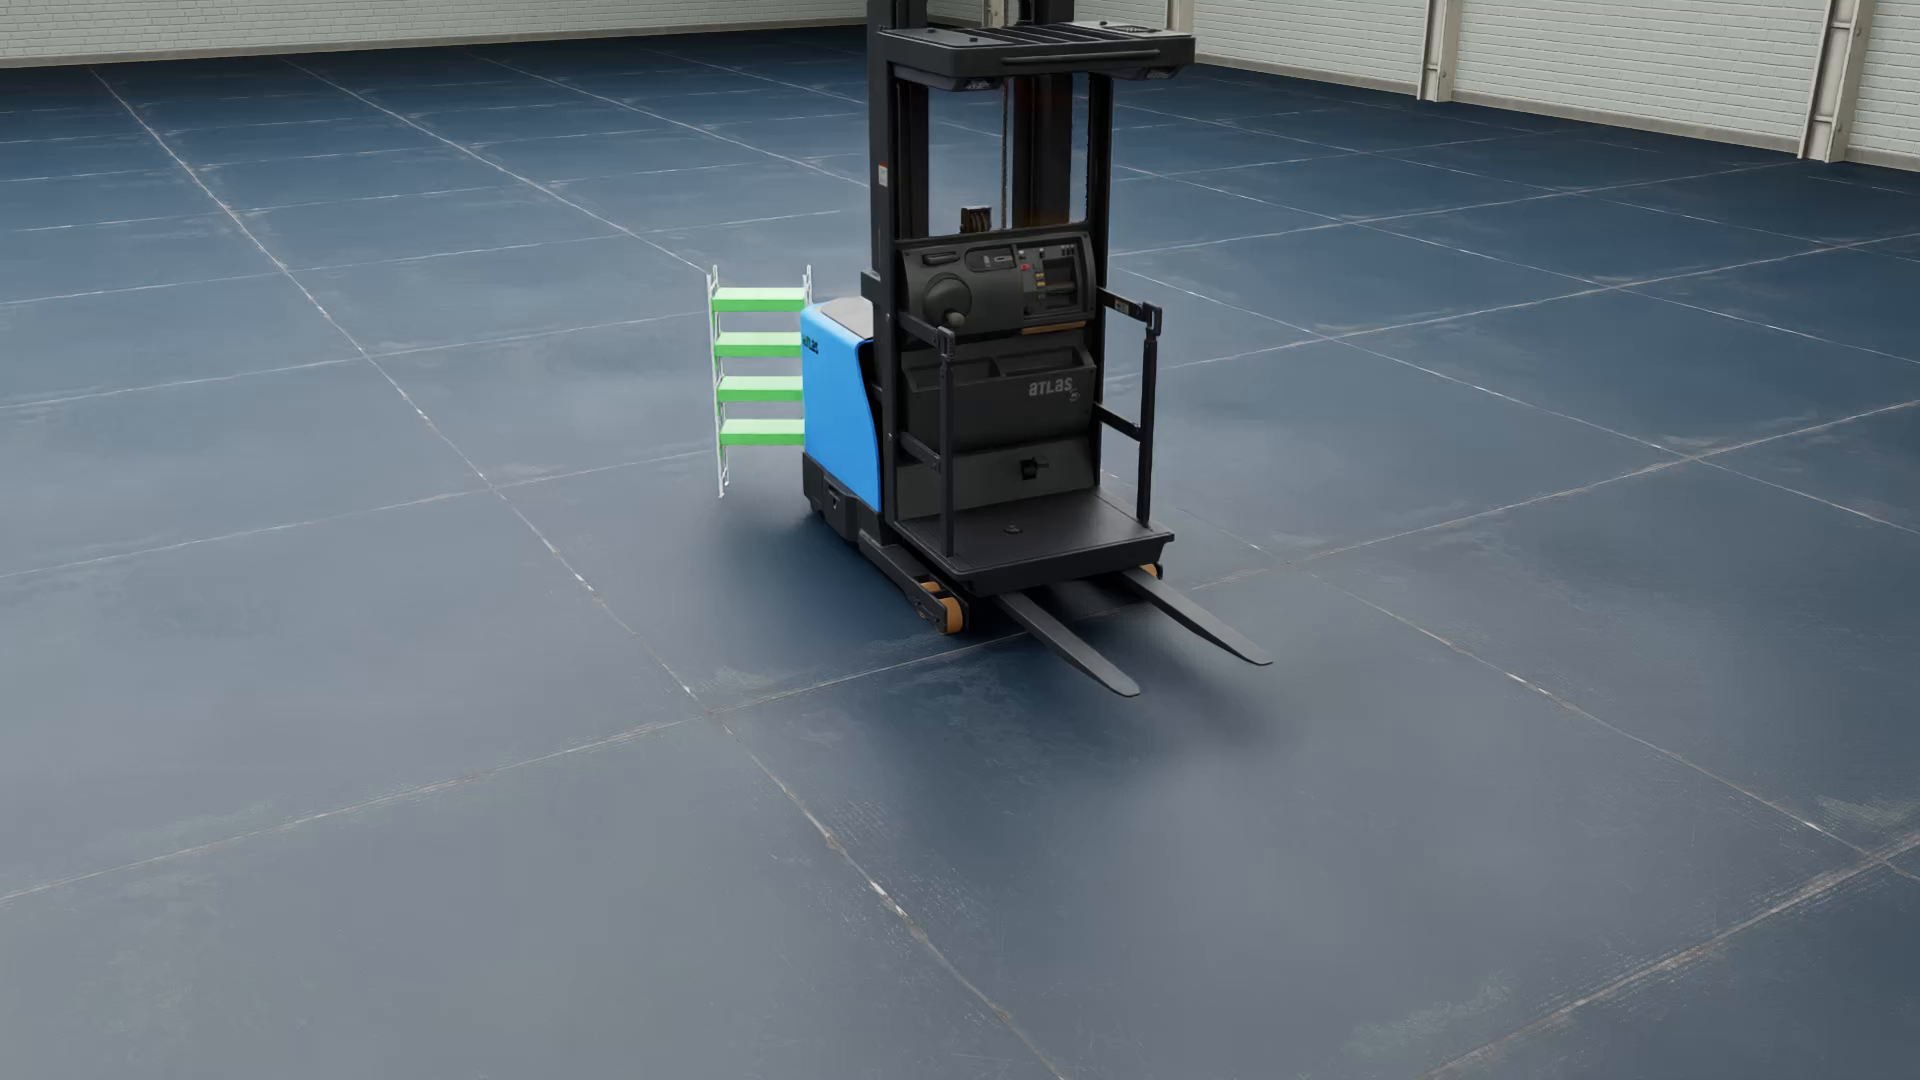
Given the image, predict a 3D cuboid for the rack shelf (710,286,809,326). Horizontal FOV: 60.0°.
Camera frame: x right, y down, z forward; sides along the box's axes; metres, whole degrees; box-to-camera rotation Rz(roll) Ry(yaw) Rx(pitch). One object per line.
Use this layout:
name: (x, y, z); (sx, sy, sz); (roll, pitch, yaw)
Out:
rack shelf: (-1.029, -1.212, 8.595); (0.480, 0.148, 0.258); (0, 22, 0)

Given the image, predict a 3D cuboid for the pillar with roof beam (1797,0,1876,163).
pillar with roof beam: (6.159, -7.704, 15.315); (9.100, 9.000, 0.400); (-13, 25, -28)

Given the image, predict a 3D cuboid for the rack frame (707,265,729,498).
rack frame: (-1.273, -0.827, 8.752); (0.015, 1.200, 0.240); (0, 22, 0)

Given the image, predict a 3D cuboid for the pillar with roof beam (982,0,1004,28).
pillar with roof beam: (-3.035, -13.531, 29.650); (9.100, 9.000, 0.400); (-13, 25, -28)

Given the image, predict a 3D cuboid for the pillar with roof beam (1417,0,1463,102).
pillar with roof beam: (3.095, -9.646, 20.093); (9.100, 9.000, 0.400); (-13, 25, -28)

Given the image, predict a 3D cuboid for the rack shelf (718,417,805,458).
rack shelf: (-1.029, -0.545, 8.866); (0.480, 0.148, 0.258); (0, 22, 0)

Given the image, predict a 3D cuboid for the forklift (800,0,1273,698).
forklift: (0.274, -1.129, 7.197); (1.130, 2.935, 3.031); (-10, 24, -24)

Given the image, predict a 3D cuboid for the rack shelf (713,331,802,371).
rack shelf: (-1.029, -0.990, 8.685); (0.480, 0.148, 0.258); (0, 22, 0)

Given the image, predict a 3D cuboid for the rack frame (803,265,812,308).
rack frame: (-0.785, -0.826, 8.751); (0.015, 1.200, 0.240); (0, 22, 0)

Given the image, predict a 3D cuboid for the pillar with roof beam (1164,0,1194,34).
pillar with roof beam: (0.030, -11.589, 24.872); (9.100, 9.000, 0.400); (-13, 25, -28)

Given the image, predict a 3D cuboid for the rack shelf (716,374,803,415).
rack shelf: (-1.029, -0.767, 8.776); (0.480, 0.148, 0.258); (0, 22, 0)

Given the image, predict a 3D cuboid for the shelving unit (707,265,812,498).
shelving unit: (-1.029, -0.827, 8.752); (0.503, 1.200, 0.258); (0, 22, 0)
